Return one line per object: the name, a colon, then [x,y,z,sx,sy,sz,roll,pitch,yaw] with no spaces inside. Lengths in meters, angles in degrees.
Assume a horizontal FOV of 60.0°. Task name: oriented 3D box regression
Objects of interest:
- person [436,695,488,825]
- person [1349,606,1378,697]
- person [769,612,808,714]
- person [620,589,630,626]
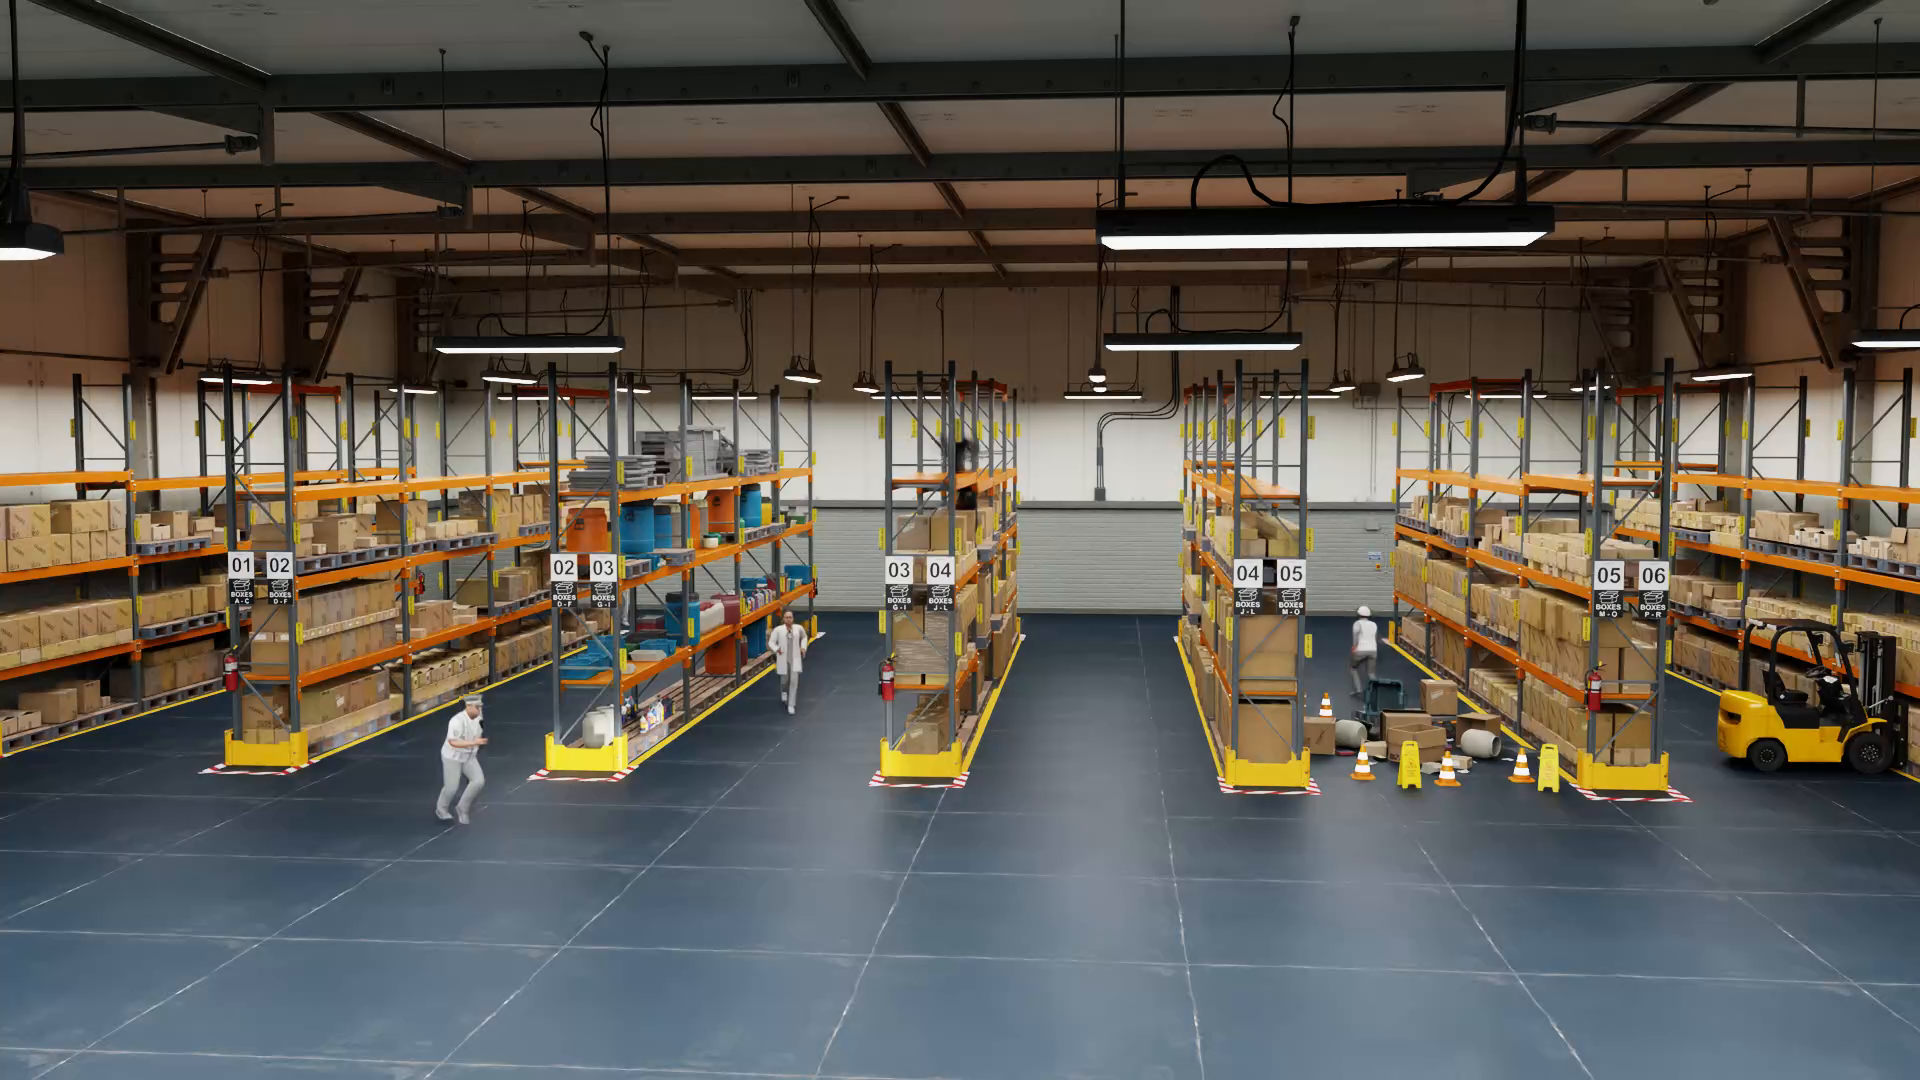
person: [-6.313,2.805,21.128,0.926,1.723,0.670,2,4,30]
person: [7.548,2.101,30.990,0.578,1.720,0.939,0,4,-5]
person: [-3.062,2.173,29.761,0.719,1.790,0.911,-1,4,-10]
person: [-8.775,1.321,42.867,0.681,1.745,0.885,-4,5,-43]
